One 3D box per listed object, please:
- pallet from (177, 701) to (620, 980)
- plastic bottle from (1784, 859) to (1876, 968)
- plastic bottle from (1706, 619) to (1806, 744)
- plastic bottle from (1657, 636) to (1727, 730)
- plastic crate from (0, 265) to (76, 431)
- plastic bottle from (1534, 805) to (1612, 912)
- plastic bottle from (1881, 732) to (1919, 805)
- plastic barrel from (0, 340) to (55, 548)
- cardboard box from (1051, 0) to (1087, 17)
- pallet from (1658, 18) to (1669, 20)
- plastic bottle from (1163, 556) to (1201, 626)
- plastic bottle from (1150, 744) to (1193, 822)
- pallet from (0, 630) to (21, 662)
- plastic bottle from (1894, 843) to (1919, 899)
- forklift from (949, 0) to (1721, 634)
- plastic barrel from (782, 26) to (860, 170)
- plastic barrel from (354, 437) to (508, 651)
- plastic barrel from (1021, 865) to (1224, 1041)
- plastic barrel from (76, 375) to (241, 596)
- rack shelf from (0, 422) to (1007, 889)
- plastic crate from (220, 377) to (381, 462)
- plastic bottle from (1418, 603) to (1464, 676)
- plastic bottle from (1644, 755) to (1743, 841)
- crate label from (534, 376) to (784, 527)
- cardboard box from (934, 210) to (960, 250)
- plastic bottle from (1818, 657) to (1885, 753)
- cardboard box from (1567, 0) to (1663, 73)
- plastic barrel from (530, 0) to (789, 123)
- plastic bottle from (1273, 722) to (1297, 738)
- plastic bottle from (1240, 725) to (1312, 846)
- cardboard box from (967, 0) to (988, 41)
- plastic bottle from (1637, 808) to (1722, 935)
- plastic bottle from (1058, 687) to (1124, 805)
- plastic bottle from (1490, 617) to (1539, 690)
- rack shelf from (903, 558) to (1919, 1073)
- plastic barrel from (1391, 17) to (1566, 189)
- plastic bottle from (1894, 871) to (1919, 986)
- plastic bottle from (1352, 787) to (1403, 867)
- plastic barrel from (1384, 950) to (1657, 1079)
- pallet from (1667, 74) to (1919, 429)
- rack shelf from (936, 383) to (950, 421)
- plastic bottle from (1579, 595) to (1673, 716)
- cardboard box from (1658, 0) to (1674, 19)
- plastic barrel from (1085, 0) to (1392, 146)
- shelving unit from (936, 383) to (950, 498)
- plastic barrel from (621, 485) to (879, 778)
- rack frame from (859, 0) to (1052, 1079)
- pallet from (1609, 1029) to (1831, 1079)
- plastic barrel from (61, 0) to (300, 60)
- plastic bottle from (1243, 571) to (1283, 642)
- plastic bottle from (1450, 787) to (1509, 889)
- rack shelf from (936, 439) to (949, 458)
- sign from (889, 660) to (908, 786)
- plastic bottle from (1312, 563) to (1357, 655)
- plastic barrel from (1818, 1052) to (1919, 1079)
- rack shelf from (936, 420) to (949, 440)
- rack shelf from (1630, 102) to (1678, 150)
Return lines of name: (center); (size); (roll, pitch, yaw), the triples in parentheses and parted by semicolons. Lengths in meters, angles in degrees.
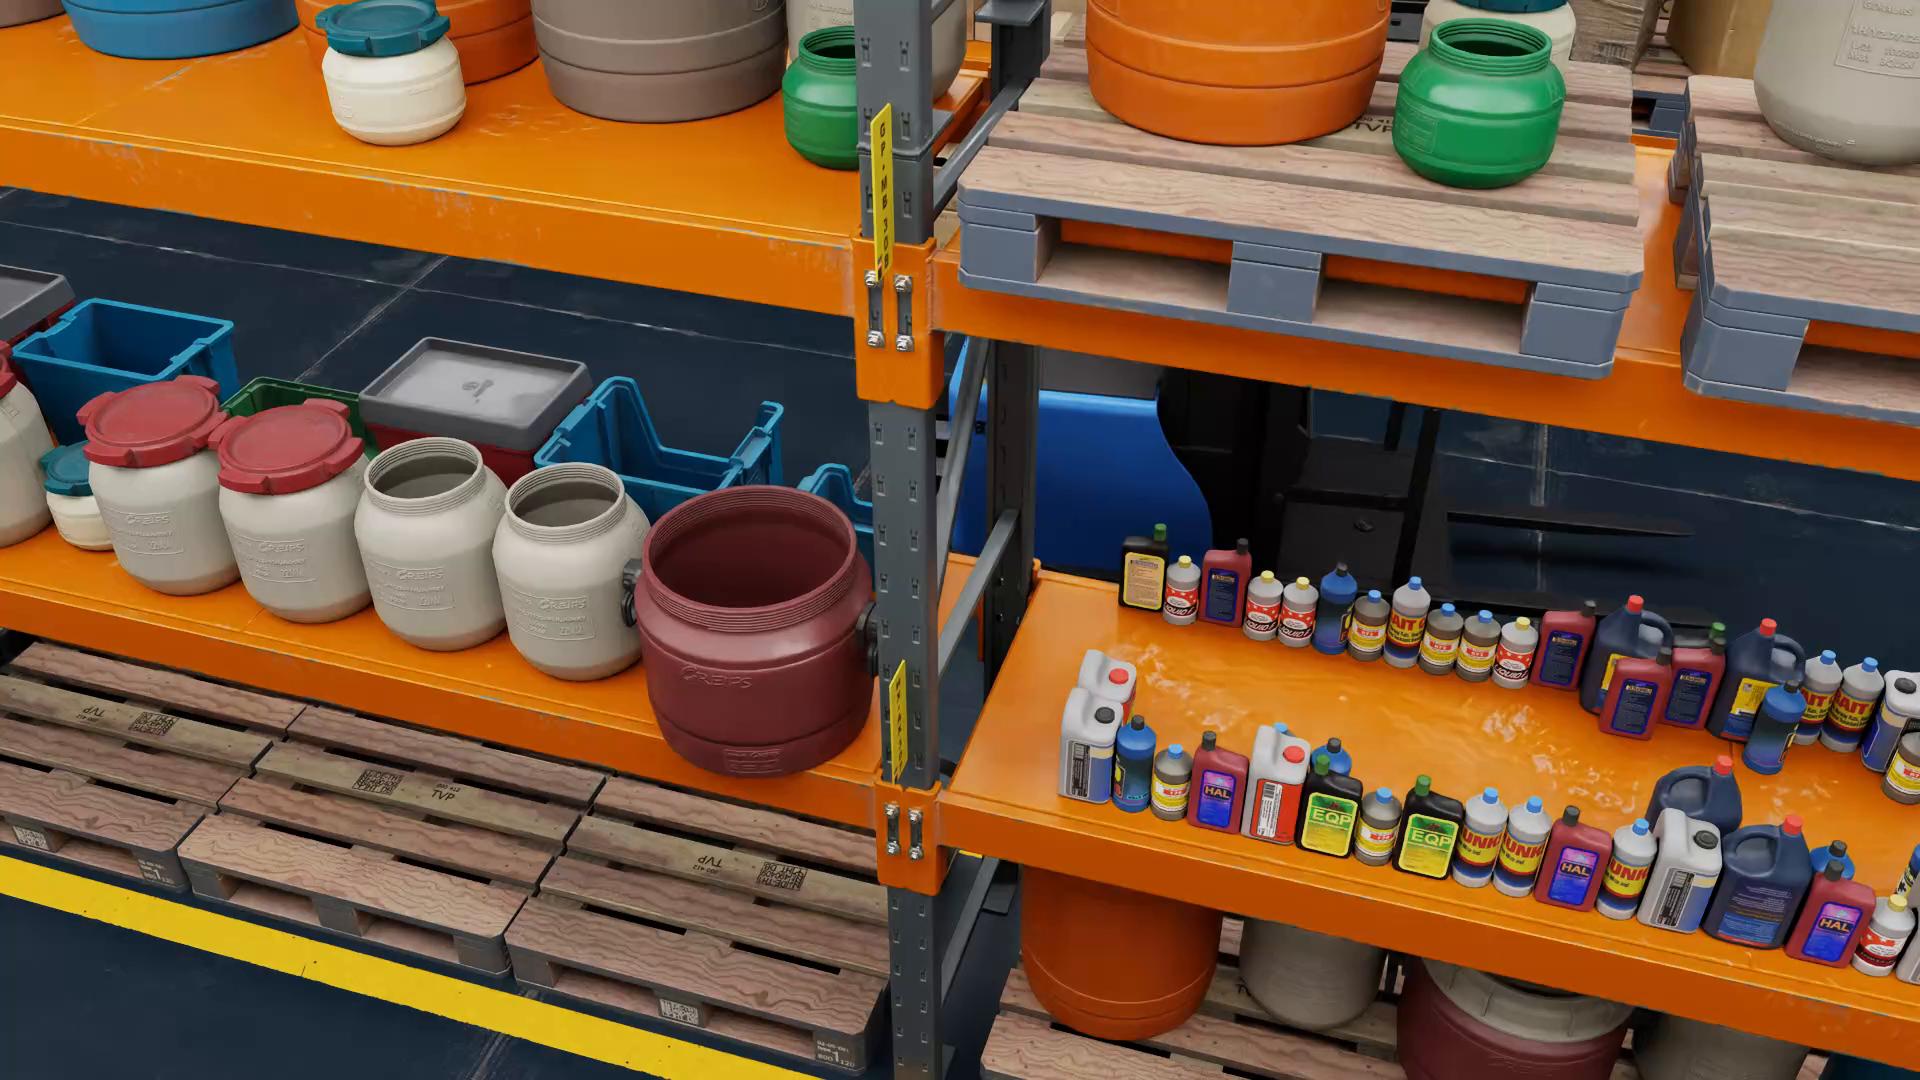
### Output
pallet: (-1.878, 0.941, 5.793); (1.213, 0.211, 1.003); (10, 38, 14)
plastic bottle: (1.942, 0.828, 3.694); (0.133, 0.283, 0.061); (10, 38, 14)
plastic bottle: (2.058, 0.354, 4.280); (0.185, 0.351, 0.144); (10, 38, 14)
plastic bottle: (1.901, 0.364, 4.324); (0.133, 0.283, 0.061); (10, 38, 14)
plastic crate: (-3.254, -0.626, 5.517); (0.583, 0.464, 0.402); (10, 38, 14)
plastic bottle: (1.417, 0.730, 3.826); (0.133, 0.283, 0.061); (10, 38, 14)
plastic bottle: (2.376, 0.553, 4.136); (0.097, 0.201, 0.097); (0, 36, 0)
plastic barrel: (-2.959, -0.275, 4.978); (0.433, 0.535, 0.433); (0, 36, 0)
cardboard box: (0.695, -2.840, 8.653); (0.500, 0.311, 0.500); (10, 38, 13)
pallet: (4.856, -3.890, 12.357); (1.213, 0.211, 1.003); (10, 38, 14)
plastic bottle: (0.629, 0.135, 4.704); (0.097, 0.201, 0.097); (0, 36, 0)
plastic bottle: (0.523, 0.586, 4.090); (0.097, 0.201, 0.097); (0, 36, 0)
pallet: (-4.436, 0.468, 6.437); (1.213, 0.211, 1.003); (10, 38, 14)
plastic bottle: (2.196, 0.774, 3.777); (0.097, 0.271, 0.097); (0, 36, 0)
forklift: (1.510, -1.021, 6.165); (3.031, 2.935, 1.130); (6, 37, 8)
plastic barrel: (-0.240, -0.966, 3.633); (0.294, 0.245, 0.294); (0, 36, 0)
plastic barrel: (-1.437, 0.013, 4.607); (0.421, 0.512, 0.421); (0, 36, 0)
plastic barrel: (0.483, 0.976, 4.870); (0.708, 0.830, 0.600); (10, 38, 14)
plastic barrel: (-2.259, -0.145, 4.802); (0.433, 0.535, 0.433); (0, 36, 0)
rack shelf: (-1.898, 0.130, 5.150); (4.000, 0.370, 1.077); (10, 38, 14)
plastic crate: (-2.061, -0.280, 5.278); (0.662, 0.188, 0.450); (10, 38, 14)
plastic bottle: (1.314, 0.262, 4.532); (0.097, 0.201, 0.097); (0, 36, 0)
plastic bottle: (1.719, 0.639, 3.893); (0.185, 0.351, 0.144); (10, 38, 14)
crate label: (-0.857, -0.149, 4.892); (0.616, 0.435, 0.502); (10, 38, 14)
cardboard box: (-0.056, -1.804, 9.137); (0.500, 0.250, 0.500); (11, 38, 15)
plastic bottle: (2.293, 0.415, 4.265); (0.097, 0.271, 0.097); (0, 36, 0)
cardboard box: (2.942, -2.500, 7.678); (0.500, 0.500, 0.700); (18, 40, 22)
plastic barrel: (-0.708, -1.484, 3.782); (0.600, 0.901, 0.600); (0, 36, 0)
plastic bottle: (0.788, 0.541, 4.152); (0.097, 0.201, 0.097); (0, 36, 0)
plastic bottle: (0.769, 0.585, 4.029); (0.135, 0.276, 0.152); (10, 38, 14)
cardboard box: (-0.115, -2.936, 8.624); (0.500, 0.500, 0.500); (9, 37, 11)
plastic bottle: (1.651, 0.748, 3.807); (0.135, 0.276, 0.152); (10, 38, 14)
plastic bottle: (0.327, 0.503, 4.140); (0.135, 0.276, 0.152); (10, 38, 14)
plastic bottle: (1.500, 0.296, 4.485); (0.097, 0.201, 0.097); (0, 36, 0)
rack shelf: (1.920, 0.837, 4.189); (4.000, 0.370, 1.077); (10, 38, 14)
plastic barrel: (0.954, -0.803, 3.057); (0.294, 0.245, 0.294); (0, 36, 0)
plastic bottle: (2.176, 0.846, 3.675); (0.135, 0.276, 0.152); (10, 38, 14)
plastic bottle: (0.999, 0.675, 3.971); (0.097, 0.201, 0.097); (0, 36, 0)
plastic barrel: (1.561, 1.272, 4.671); (0.708, 0.588, 0.600); (10, 38, 14)
pallet: (1.968, -0.513, 3.046); (1.213, 0.211, 1.003); (10, 38, 14)
rack shelf: (-0.092, -0.558, 6.850); (0.200, 0.077, 0.258); (6, 37, 8)
plastic bottle: (1.755, 0.298, 4.357); (0.185, 0.351, 0.144); (10, 38, 14)
cardboard box: (5.274, -4.205, 11.891); (0.750, 0.750, 0.750); (12, 38, 15)
plastic barrel: (0.552, -1.254, 3.177); (0.708, 0.830, 0.600); (10, 38, 14)
shelving unit: (-0.092, -0.367, 6.990); (0.210, 0.900, 0.258); (6, 37, 8)
plastic barrel: (-0.522, 0.229, 4.294); (0.708, 0.536, 0.600); (10, 38, 14)
rack frame: (0.011, 0.194, 4.456); (0.127, 3.000, 1.000); (10, 38, 14)
pallet: (1.936, 1.649, 4.831); (1.213, 0.211, 1.003); (10, 38, 14)
plastic barrel: (-2.009, -1.725, 4.109); (0.708, 0.901, 0.600); (10, 38, 14)
plastic bottle: (0.849, 0.176, 4.649); (0.097, 0.201, 0.097); (0, 36, 0)
plastic bottle: (1.219, 0.687, 3.894); (0.097, 0.271, 0.097); (0, 36, 0)
rack shelf: (-0.092, -0.413, 6.957); (0.200, 0.077, 0.258); (6, 37, 8)
sign: (-0.147, 0.441, 3.983); (0.005, 0.325, 0.100); (10, 38, 14)
plastic bottle: (1.035, 0.182, 4.581); (0.097, 0.271, 0.097); (0, 36, 0)
plastic barrel: (2.639, 1.346, 4.307); (0.708, 0.901, 0.600); (10, 38, 14)
rack shelf: (-0.092, -0.486, 6.903); (0.200, 0.077, 0.258); (6, 37, 8)
rack shelf: (3.400, -1.965, 7.996); (4.000, 0.370, 1.077); (10, 38, 14)
